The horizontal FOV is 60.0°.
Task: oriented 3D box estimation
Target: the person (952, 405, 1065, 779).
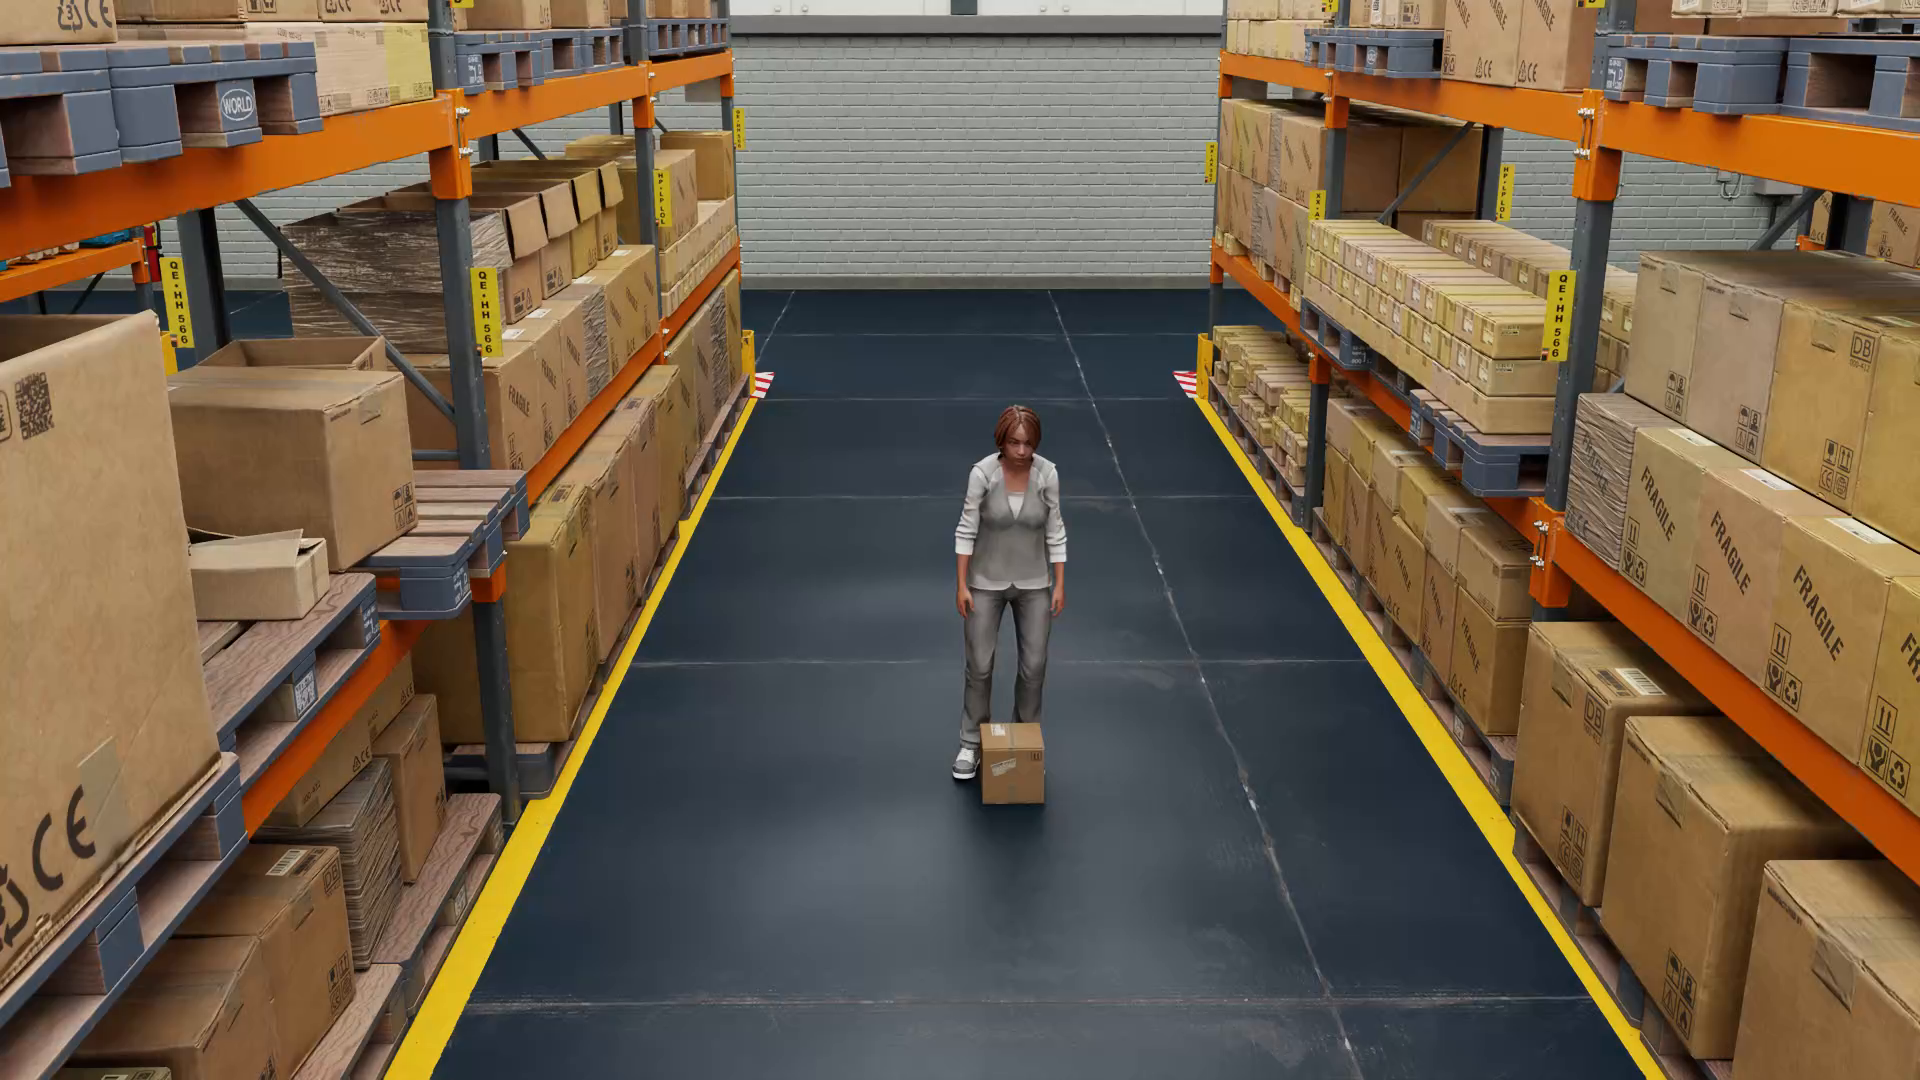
[{"bbox_3d":[0.200,0.211,6.895,0.477,1.592,0.347,-1,17,-4],"label":"person"}]
